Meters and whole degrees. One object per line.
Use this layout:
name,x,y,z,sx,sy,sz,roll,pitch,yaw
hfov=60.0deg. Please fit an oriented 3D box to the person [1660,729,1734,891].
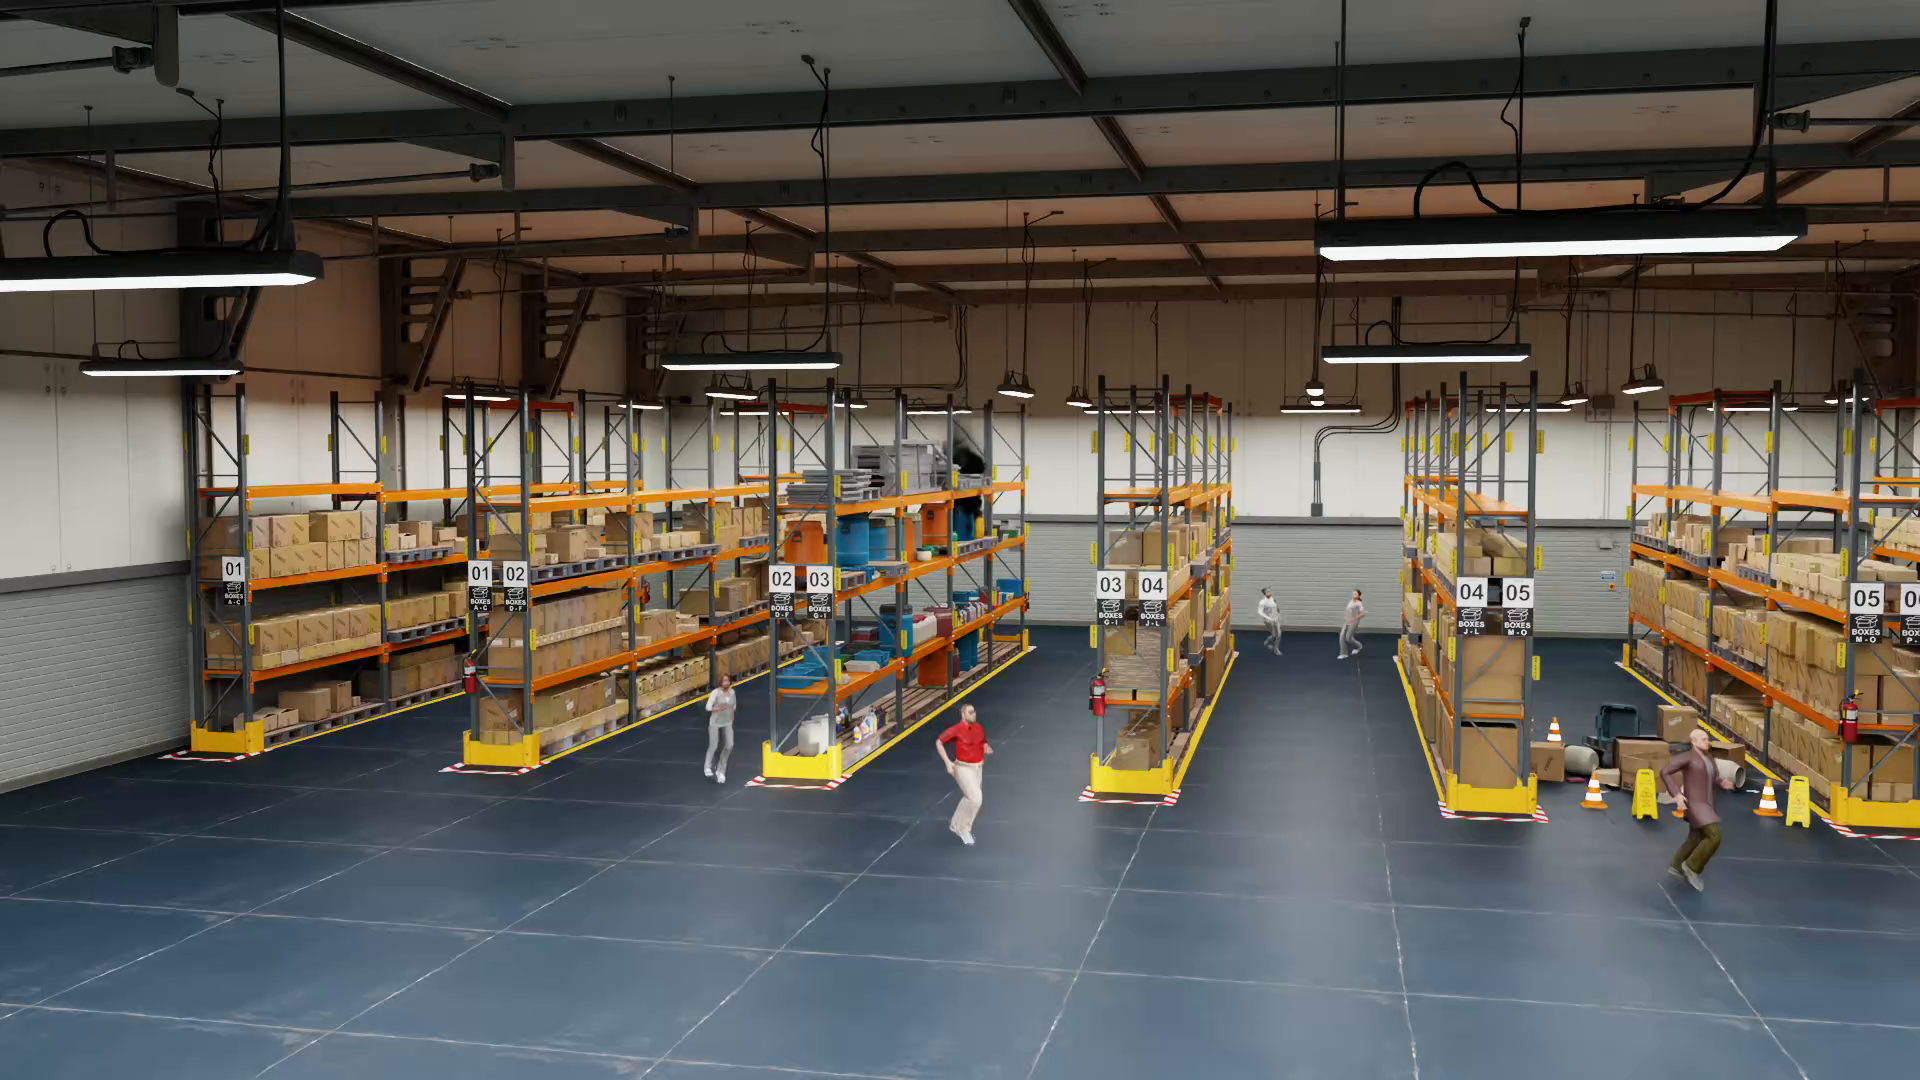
person,8.363,3.043,18.800,0.677,1.799,0.777,-3,4,-38

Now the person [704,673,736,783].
person,-3.542,2.808,24.794,0.536,1.614,0.686,-2,4,-27

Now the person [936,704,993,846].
person,0.114,2.955,20.947,0.744,1.774,0.635,3,4,40

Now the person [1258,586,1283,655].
person,7.391,1.927,39.750,0.646,1.648,0.588,-2,4,-33

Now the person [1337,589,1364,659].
person,9.193,1.971,38.946,0.704,1.648,0.614,-2,4,-27
